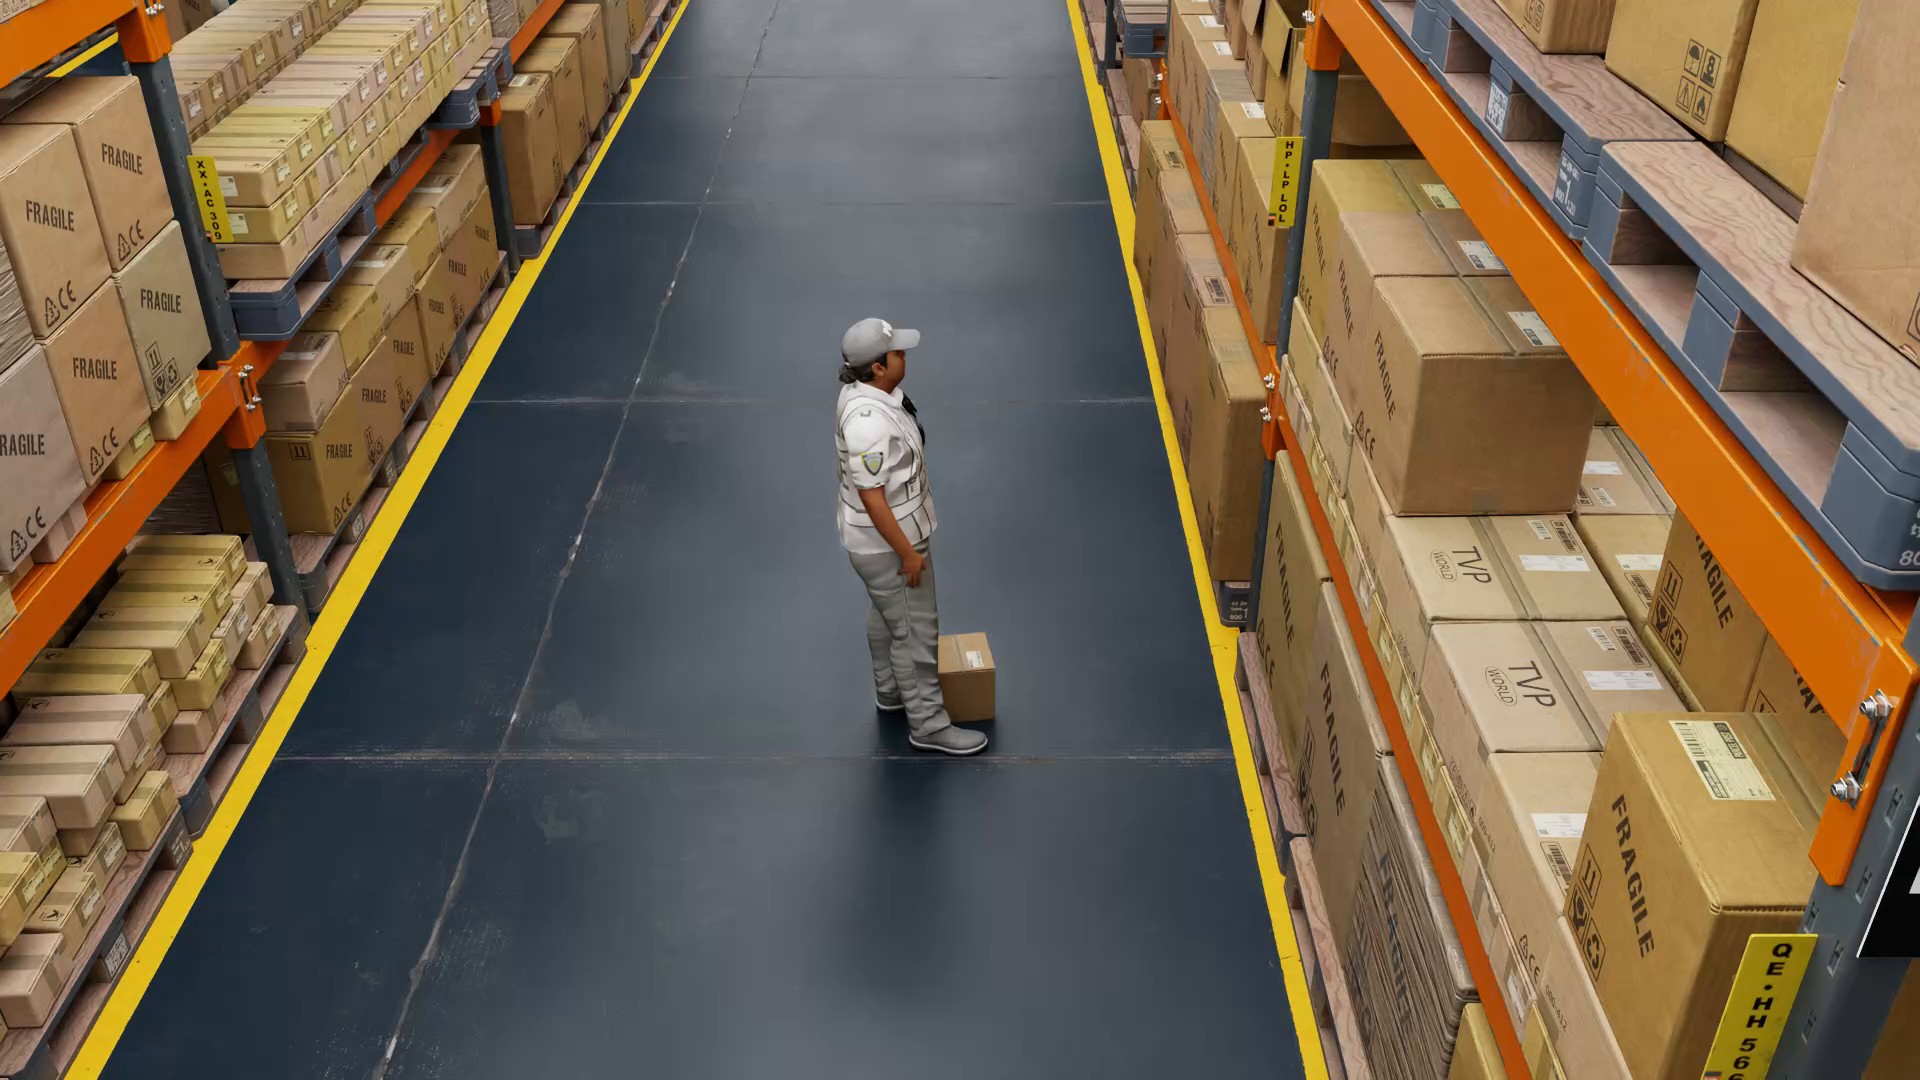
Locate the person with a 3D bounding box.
[{"bbox_3d":[-0.185,-0.026,6.155,0.529,1.669,0.596,-4,32,-6],"label":"person"}]
